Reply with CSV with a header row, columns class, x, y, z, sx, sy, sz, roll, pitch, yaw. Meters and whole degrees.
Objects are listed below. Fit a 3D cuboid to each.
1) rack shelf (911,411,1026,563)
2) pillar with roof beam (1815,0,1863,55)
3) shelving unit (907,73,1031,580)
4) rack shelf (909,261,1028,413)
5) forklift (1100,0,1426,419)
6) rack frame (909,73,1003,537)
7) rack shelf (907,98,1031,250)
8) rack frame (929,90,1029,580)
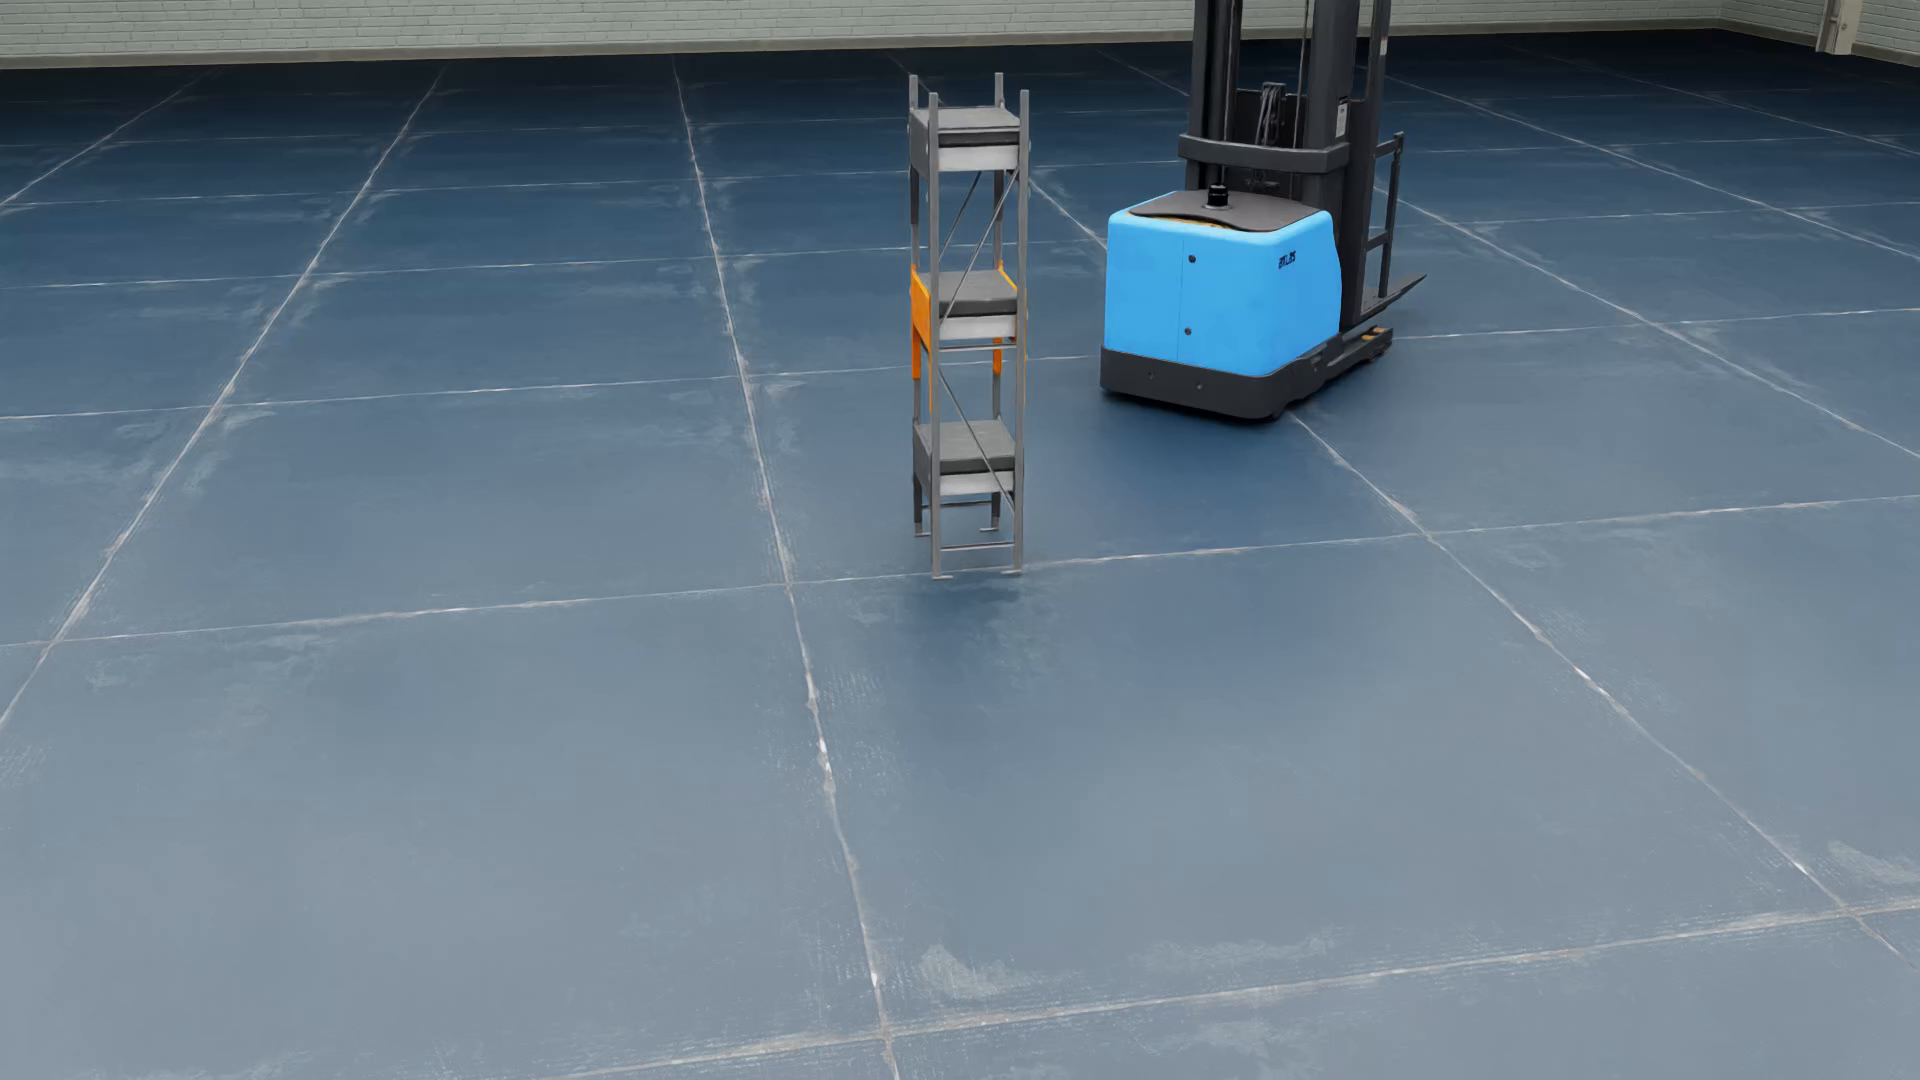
class,x,y,z,sx,sy,sz,roll,pitch,yaw
rack shelf,0.031,-0.243,7.466,0.431,0.518,0.480,-4,24,-10
pillar with roof beam,8.145,-10.710,21.029,9.100,9.000,0.400,-4,24,-10
shelving unit,0.031,-0.897,7.181,0.431,2.100,0.503,-4,24,-10
rack shelf,0.031,-0.885,7.186,0.431,0.518,0.480,-4,24,-10
forklift,2.057,-2.541,9.905,1.130,2.935,3.031,15,28,31
rack frame,-0.015,-0.993,7.400,0.400,2.100,0.015,-4,24,-10
rack shelf,0.031,-1.526,6.906,0.431,0.518,0.480,-4,24,-10
rack frame,0.076,-0.801,6.961,0.400,2.100,0.015,-4,24,-10
